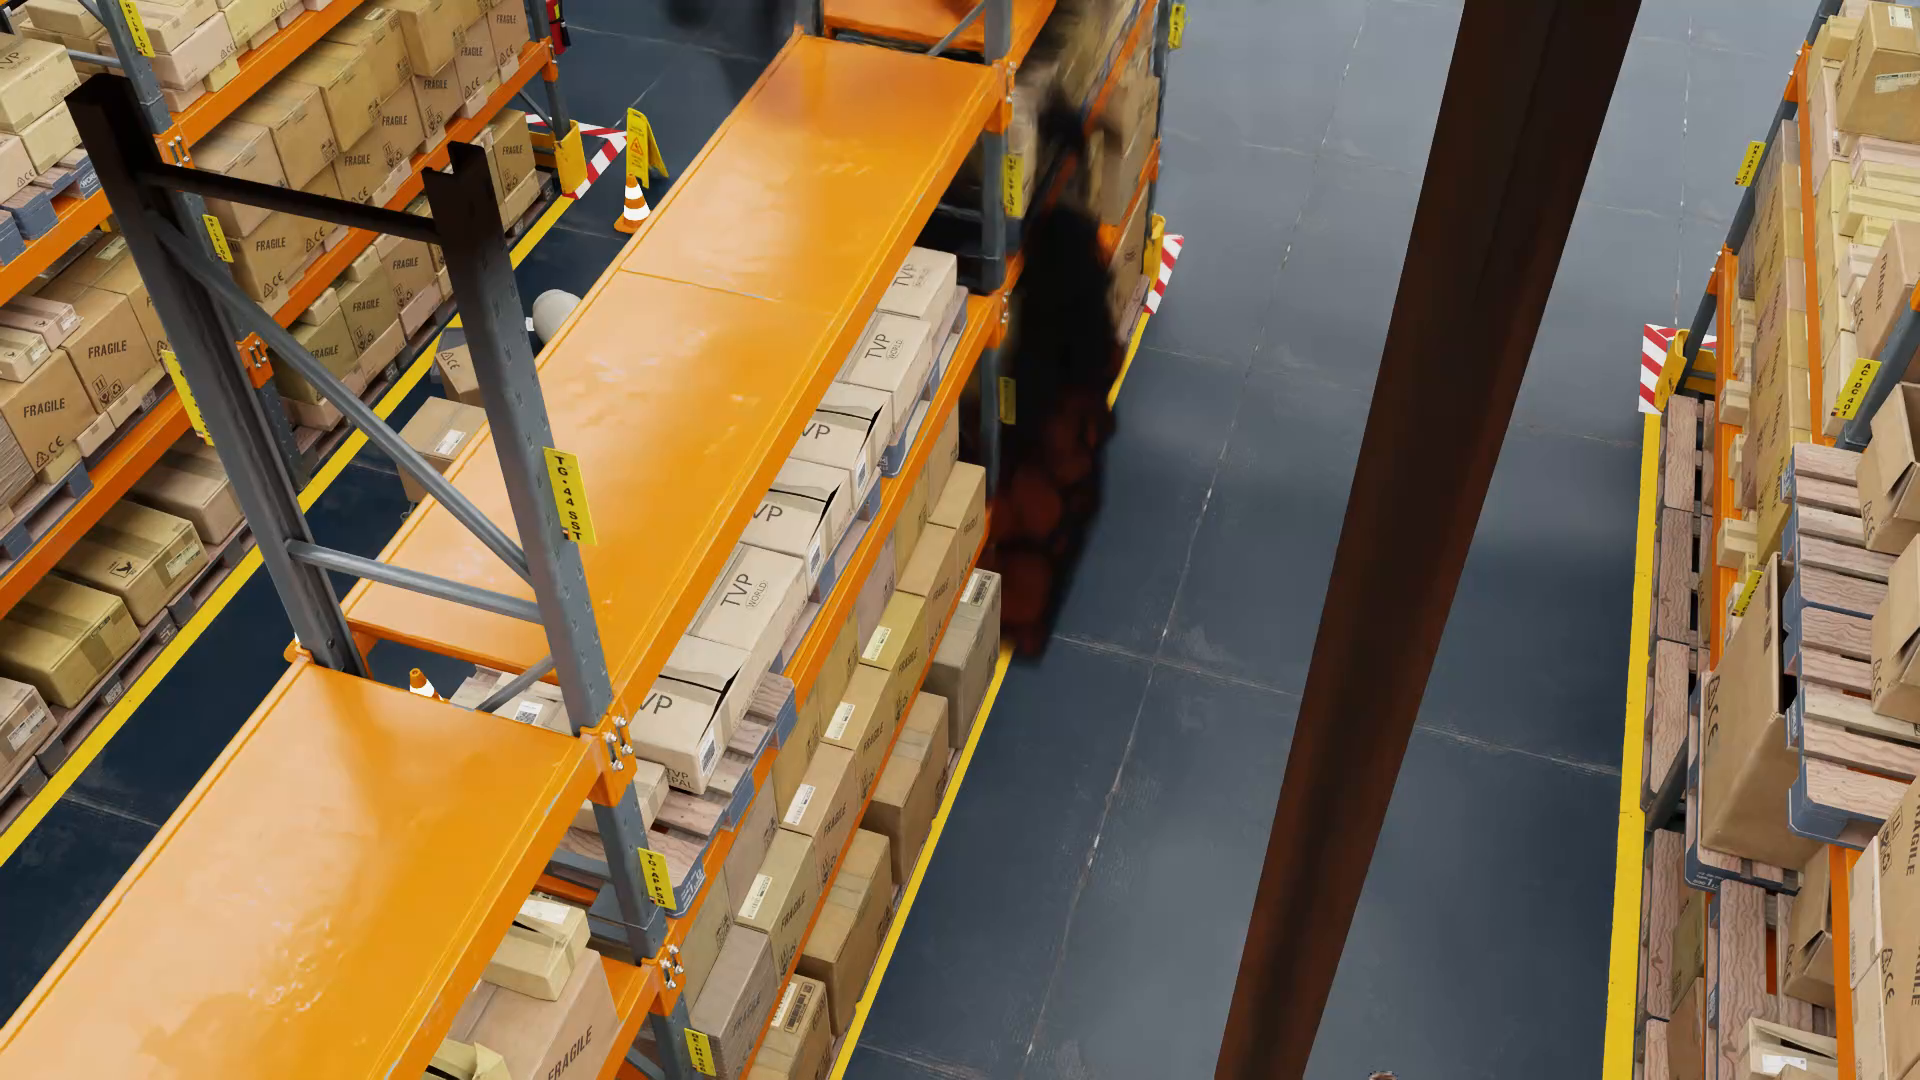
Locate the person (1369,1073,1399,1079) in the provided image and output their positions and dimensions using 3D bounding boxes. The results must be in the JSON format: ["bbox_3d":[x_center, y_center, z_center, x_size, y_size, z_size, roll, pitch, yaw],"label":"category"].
[{"bbox_3d":[1.663,2.764,7.279,0.588,1.622,0.774,14,47,13],"label":"person"}]
